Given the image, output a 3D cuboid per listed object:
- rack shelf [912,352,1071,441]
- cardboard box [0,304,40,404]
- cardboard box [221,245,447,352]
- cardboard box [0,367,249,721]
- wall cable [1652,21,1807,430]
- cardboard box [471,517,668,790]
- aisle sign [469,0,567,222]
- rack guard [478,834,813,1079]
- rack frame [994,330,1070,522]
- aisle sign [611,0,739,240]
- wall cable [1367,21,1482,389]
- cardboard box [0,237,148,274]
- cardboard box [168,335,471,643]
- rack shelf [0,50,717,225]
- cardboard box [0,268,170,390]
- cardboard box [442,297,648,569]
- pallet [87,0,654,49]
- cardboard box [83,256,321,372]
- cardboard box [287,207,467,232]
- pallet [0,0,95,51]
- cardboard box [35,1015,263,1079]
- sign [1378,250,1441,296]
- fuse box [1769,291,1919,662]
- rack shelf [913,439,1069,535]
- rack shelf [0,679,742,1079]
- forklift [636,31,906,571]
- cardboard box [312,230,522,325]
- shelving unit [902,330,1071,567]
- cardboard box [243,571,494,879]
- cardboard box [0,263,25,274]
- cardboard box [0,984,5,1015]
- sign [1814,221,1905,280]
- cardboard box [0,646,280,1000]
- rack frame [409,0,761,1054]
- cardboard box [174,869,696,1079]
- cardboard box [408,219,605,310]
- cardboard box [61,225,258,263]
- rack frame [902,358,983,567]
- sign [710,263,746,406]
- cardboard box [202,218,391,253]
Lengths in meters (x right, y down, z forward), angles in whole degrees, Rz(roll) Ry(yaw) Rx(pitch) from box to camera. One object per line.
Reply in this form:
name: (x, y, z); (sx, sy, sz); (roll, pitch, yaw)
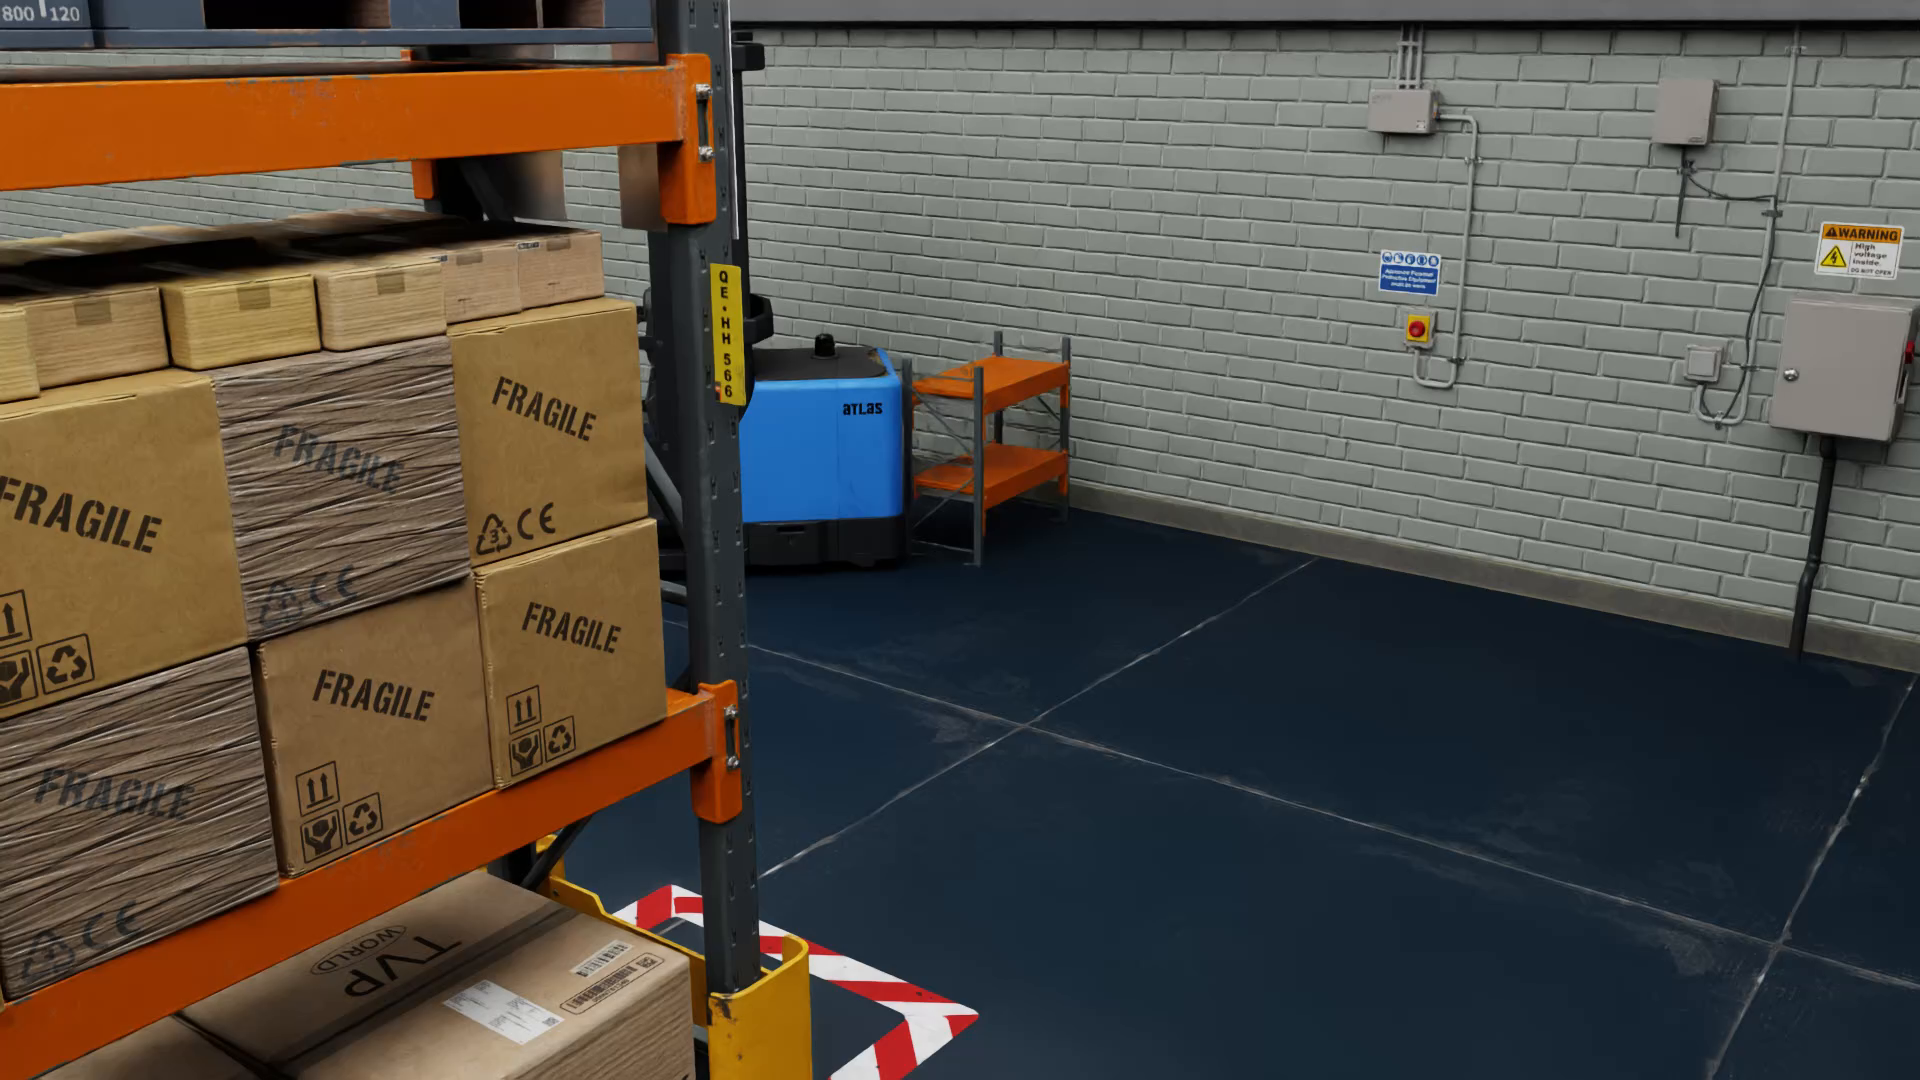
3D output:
rack shelf: (0.166, -0.835, 9.544); (0.538, 0.278, 1.000); (10, 20, 30)
cardboard box: (-1.739, -0.311, 2.739); (0.380, 0.149, 0.250); (13, 22, 36)
cardboard box: (-1.241, -0.483, 3.294); (0.380, 0.149, 0.250); (12, 21, 34)
cardboard box: (-1.651, -0.032, 2.934); (0.500, 0.500, 0.500); (12, 21, 34)
wall cable: (3.517, -1.495, 7.786); (0.588, 1.984, 0.122); (12, 21, 35)
cardboard box: (-1.045, 0.204, 3.862); (0.500, 0.500, 0.500); (13, 21, 35)
aisle sign: (-1.160, -1.220, 4.232); (0.394, 0.787, 0.004); (12, 21, 35)
rack guard: (-0.956, 1.278, 4.786); (1.175, 0.500, 0.348); (12, 21, 35)
rack frame: (0.429, -0.685, 10.047); (0.500, 1.125, 0.032); (10, 20, 30)
aisle sign: (-0.678, -1.114, 3.890); (0.394, 0.787, 0.004); (12, 21, 35)
wall cable: (2.371, -1.758, 8.580); (0.585, 1.953, 0.123); (12, 21, 35)
cardboard box: (-1.892, -0.527, 3.435); (0.380, 0.149, 0.250); (12, 21, 33)
cardboard box: (-1.354, -0.149, 3.311); (0.500, 0.500, 0.500); (13, 21, 35)
rack shelf: (-2.162, -0.523, 2.525); (1.077, 0.370, 4.000); (12, 21, 35)
cardboard box: (-1.637, -0.381, 2.964); (0.380, 0.149, 0.250); (12, 21, 34)
cardboard box: (-1.066, -0.279, 3.729); (0.500, 0.500, 0.500); (13, 22, 36)
pallet: (-1.404, -1.122, 3.390); (1.003, 0.211, 1.213); (12, 21, 35)
cardboard box: (-1.424, -0.431, 3.125); (0.380, 0.149, 0.250); (13, 21, 36)
cardboard box: (-1.404, -0.710, 4.023); (0.380, 0.149, 0.250); (13, 21, 36)
pallet: (-2.130, -0.830, 2.451); (1.003, 0.211, 1.213); (12, 21, 35)
cardboard box: (-1.821, 1.507, 3.445); (0.875, 0.438, 0.875); (13, 22, 36)
sign: (2.369, -1.410, 8.770); (0.327, 0.218, 0.001); (12, 21, 35)
fuse box: (3.971, -0.236, 7.619); (0.539, 1.711, 0.414); (12, 21, 35)
rack shelf: (0.169, -0.322, 9.702); (0.538, 0.278, 1.000); (10, 20, 30)
rack shelf: (-2.162, 0.910, 2.970); (1.077, 0.370, 4.000); (12, 21, 35)
forklift: (-1.862, -1.322, 9.058); (3.031, 2.935, 1.130); (-2, 17, -8)
cardboard box: (-1.155, -0.560, 3.540); (0.380, 0.149, 0.250); (13, 21, 36)
shelving unit: (0.168, -0.556, 9.630); (0.538, 1.125, 1.048); (10, 20, 30)
cardboard box: (-1.356, 0.320, 3.485); (0.500, 0.500, 0.500); (12, 21, 34)
cardboard box: (-2.006, -0.455, 3.204); (0.380, 0.149, 0.250); (13, 21, 35)
cardboard box: (-1.952, 0.570, 2.682); (0.500, 0.500, 0.500); (13, 22, 36)
sign: (4.050, -1.305, 7.496); (0.339, 0.242, 0.001); (12, 21, 35)
cardboard box: (-1.654, 0.445, 3.085); (0.500, 0.500, 0.500); (13, 22, 36)
rack frame: (-0.970, 0.090, 4.397); (1.000, 3.000, 0.127); (12, 21, 35)
cardboard box: (-1.283, 1.288, 4.152); (0.875, 0.438, 0.875); (12, 21, 33)
cardboard box: (-1.023, -0.624, 3.749); (0.380, 0.149, 0.250); (13, 21, 35)
cardboard box: (-1.750, -0.593, 3.647); (0.380, 0.149, 0.250); (13, 22, 36)
rack frame: (-0.094, -0.426, 9.214); (0.500, 1.125, 0.032); (10, 20, 30)
sign: (-0.542, -0.477, 3.871); (0.100, 0.325, 0.005); (12, 21, 35)
cardboard box: (-1.503, -0.635, 3.782); (0.380, 0.149, 0.250); (13, 22, 36)
